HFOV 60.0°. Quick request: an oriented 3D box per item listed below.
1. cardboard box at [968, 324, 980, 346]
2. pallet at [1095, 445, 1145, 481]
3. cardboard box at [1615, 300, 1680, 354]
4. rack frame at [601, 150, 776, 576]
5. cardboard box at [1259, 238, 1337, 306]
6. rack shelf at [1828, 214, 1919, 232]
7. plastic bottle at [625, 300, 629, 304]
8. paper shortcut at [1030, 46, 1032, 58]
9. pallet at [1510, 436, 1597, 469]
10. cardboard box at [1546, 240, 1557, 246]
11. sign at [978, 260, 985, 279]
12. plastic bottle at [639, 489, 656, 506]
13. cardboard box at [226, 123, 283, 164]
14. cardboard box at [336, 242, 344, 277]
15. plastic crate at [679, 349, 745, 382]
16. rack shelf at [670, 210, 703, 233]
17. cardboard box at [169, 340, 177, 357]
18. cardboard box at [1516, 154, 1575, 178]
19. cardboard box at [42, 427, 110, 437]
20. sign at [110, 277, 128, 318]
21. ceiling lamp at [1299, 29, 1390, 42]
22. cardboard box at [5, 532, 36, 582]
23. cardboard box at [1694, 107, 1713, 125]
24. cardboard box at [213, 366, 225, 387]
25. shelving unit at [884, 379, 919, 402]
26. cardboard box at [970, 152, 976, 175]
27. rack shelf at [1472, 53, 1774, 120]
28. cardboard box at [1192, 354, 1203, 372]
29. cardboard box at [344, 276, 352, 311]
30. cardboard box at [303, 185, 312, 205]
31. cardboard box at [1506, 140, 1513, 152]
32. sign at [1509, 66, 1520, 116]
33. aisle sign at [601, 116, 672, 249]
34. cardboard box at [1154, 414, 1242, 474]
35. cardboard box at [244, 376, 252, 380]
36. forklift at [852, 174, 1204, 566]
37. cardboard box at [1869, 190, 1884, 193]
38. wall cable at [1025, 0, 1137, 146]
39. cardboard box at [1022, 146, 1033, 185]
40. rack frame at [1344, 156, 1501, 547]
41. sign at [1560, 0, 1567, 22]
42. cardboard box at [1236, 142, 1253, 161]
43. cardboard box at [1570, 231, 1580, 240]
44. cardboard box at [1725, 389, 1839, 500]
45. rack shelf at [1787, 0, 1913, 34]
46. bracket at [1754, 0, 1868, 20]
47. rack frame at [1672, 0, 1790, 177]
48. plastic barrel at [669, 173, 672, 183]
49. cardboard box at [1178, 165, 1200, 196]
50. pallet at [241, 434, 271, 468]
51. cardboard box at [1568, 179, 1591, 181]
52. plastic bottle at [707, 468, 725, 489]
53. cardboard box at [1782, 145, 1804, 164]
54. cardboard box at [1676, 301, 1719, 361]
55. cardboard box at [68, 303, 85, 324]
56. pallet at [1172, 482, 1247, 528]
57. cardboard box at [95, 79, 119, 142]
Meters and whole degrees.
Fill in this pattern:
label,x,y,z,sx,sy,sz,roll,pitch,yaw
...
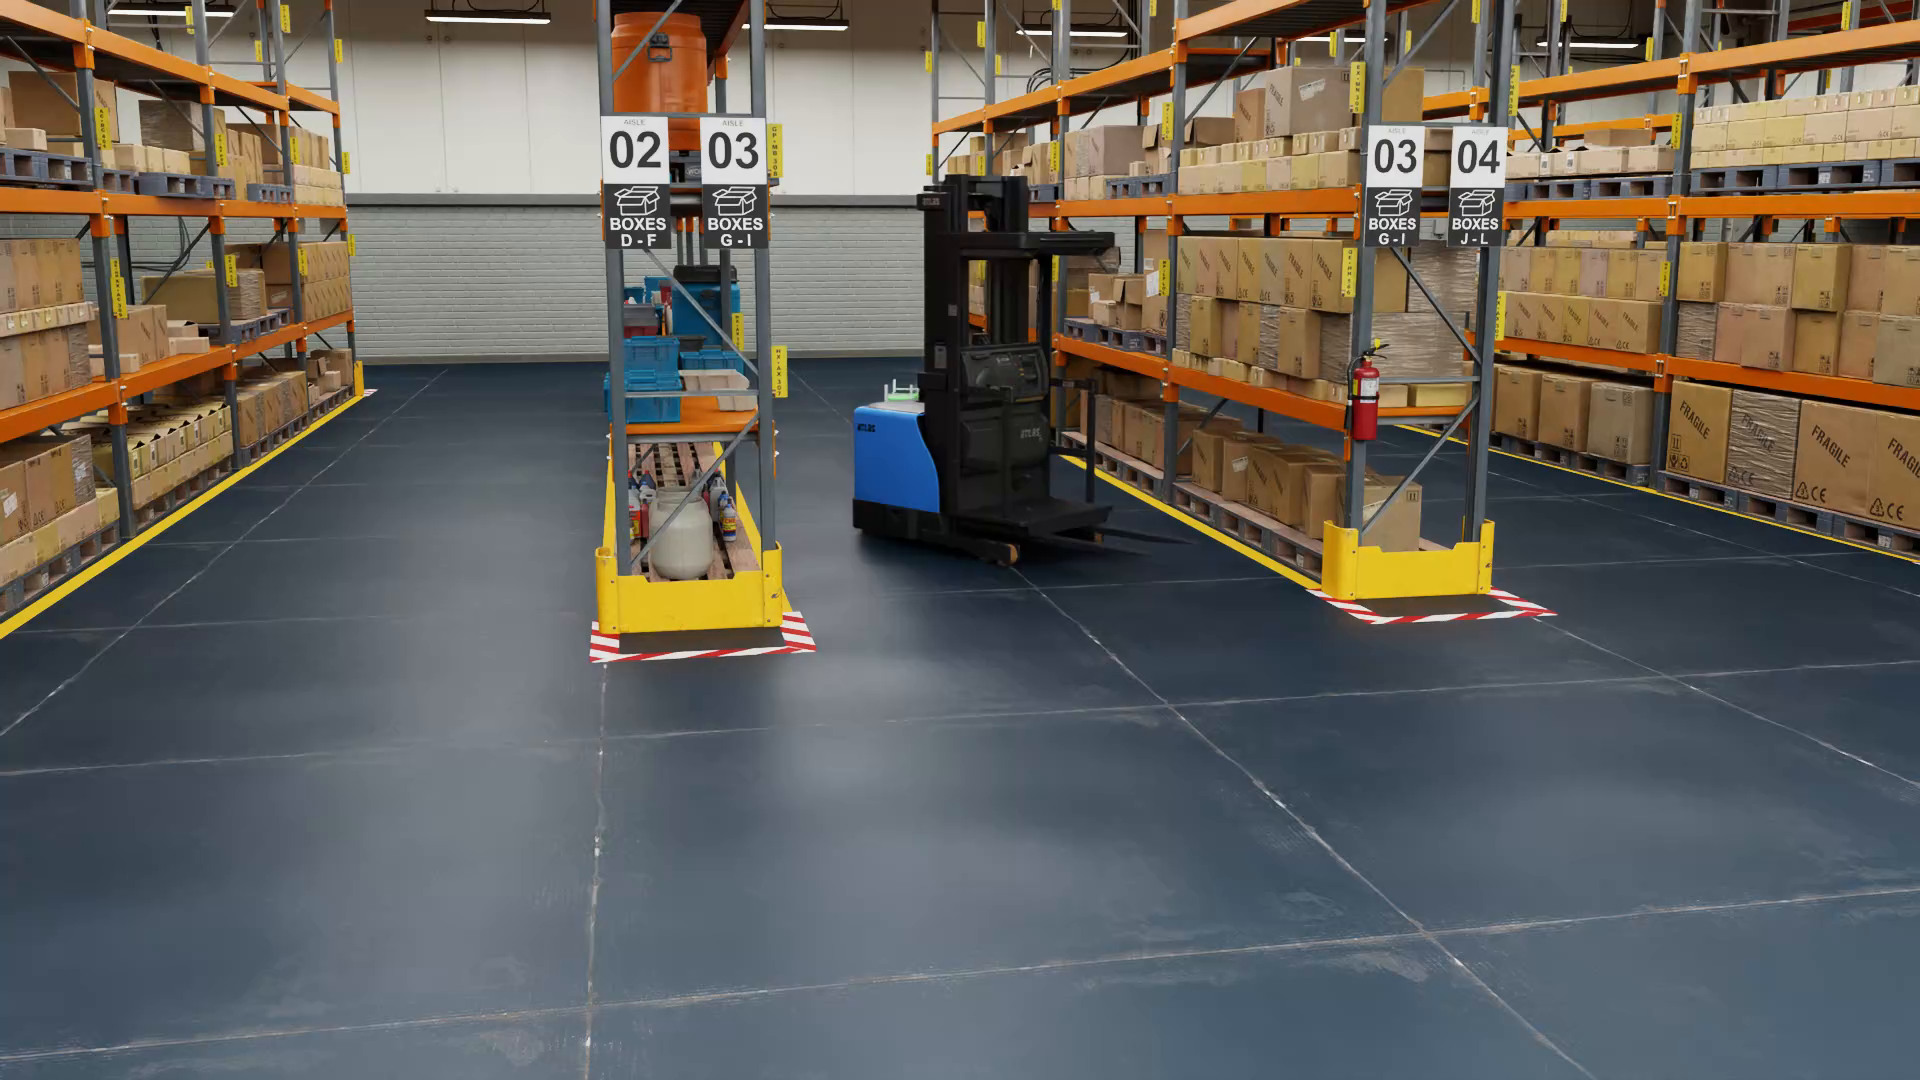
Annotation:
label,x,y,z,sx,sy,sz,roll,pitch,yaw
cardboard box,0.612,-2.746,24.663,0.875,0.875,0.875,-2,11,-11
pallet,1.999,-0.825,17.465,1.003,0.211,1.213,-2,11,-11
cardboard box,6.914,-2.125,16.569,0.500,0.500,0.500,-2,11,-11
rack frame,-1.688,-0.914,10.475,1.000,3.000,0.127,-2,11,-11
cardboard box,2.623,-2.056,12.737,0.500,0.500,0.500,-2,11,-11
rack shelf,11.724,-3.675,18.884,1.077,0.370,4.000,-2,11,-11
plastic bottle,-4.015,-2.714,20.067,0.144,0.351,0.185,-2,11,-11
paper shortcut,0.843,-5.800,19.729,0.009,0.170,0.078,9,-22,-13
pallet,6.813,-0.983,18.294,1.003,0.211,1.213,-2,11,-11
cardboard box,9.808,-4.642,27.122,0.500,0.500,0.500,-2,11,-11
sign,0.292,-3.739,22.789,0.100,0.325,0.005,-2,11,-11
plastic bottle,-2.456,-0.260,13.147,0.152,0.276,0.135,-2,11,-11
cardboard box,-9.013,-5.037,21.174,0.700,0.500,0.500,-2,11,-11
cardboard box,-9.204,-4.045,23.984,0.500,0.500,0.500,-2,11,-9
plastic crate,-1.984,-1.381,13.329,0.499,0.251,0.616,-2,11,-11
rack shelf,-2.855,-3.134,16.044,1.077,0.370,4.000,-2,11,-11
cardboard box,-7.800,-1.846,16.047,0.380,0.149,0.250,-1,11,-7
cardboard box,6.522,-4.146,18.444,0.500,0.250,0.500,-2,11,-9
cardboard box,-7.887,-0.850,14.869,0.500,0.311,0.500,-2,11,-11
sign,-6.781,-1.953,13.406,0.100,0.325,0.005,-2,11,-11
ceiling lamp,6.879,-10.608,29.749,2.000,3.185,0.800,-2,11,-11
cardboard box,-6.631,0.120,11.273,0.500,0.250,0.500,-2,11,-11
cardboard box,7.015,-3.908,15.331,0.380,0.149,0.250,-2,11,-10
cardboard box,-8.734,-1.919,19.259,0.500,0.250,0.500,-2,11,-12
shelving unit,-0.500,-0.788,14.627,0.258,1.200,0.503,1,11,6
cardboard box,0.525,-5.313,23.908,0.700,0.500,0.500,-2,11,-8
rack shelf,6.888,-4.753,17.597,1.077,0.370,4.000,-2,11,-11
cardboard box,2.251,-1.563,14.556,0.380,0.149,0.250,-2,11,-11
cardboard box,-9.305,-3.646,24.561,0.500,0.500,0.500,-2,11,-9
cardboard box,-8.826,-4.525,21.828,0.500,0.250,0.500,-2,11,-11
cardboard box,6.591,-4.801,20.559,0.396,0.266,0.258,-2,11,-11
sign,3.703,-3.017,11.163,0.100,0.325,0.005,-2,11,-11
aisle sign,-1.965,-2.167,10.106,0.394,0.787,0.004,-2,11,-11
cardboard box,2.294,-0.929,16.065,0.700,0.500,0.500,-3,11,-15
cardboard box,-8.912,-1.728,20.264,0.500,0.500,0.500,-2,11,-10
forklift,0.507,-1.354,12.971,3.031,2.935,1.130,10,15,43
cardboard box,11.279,-4.218,20.174,0.396,0.266,0.258,-2,11,-11
wall cable,2.340,-9.718,32.085,2.277,5.999,0.120,-2,11,-11
cardboard box,1.196,-4.666,20.766,0.797,0.503,0.637,-2,11,-12
rack frame,3.170,-1.094,11.422,1.000,3.000,0.127,-2,11,-11
sign,7.043,-6.228,19.427,0.100,0.325,0.005,-2,11,-11
cardboard box,2.444,-3.115,13.351,0.380,0.149,0.250,-2,11,-12
cardboard box,9.936,-4.840,26.429,0.380,0.149,0.250,-2,11,-11
cardboard box,7.510,-0.869,14.799,0.875,0.875,0.875,-2,11,-11
rack shelf,15.037,-8.430,26.953,1.077,0.370,4.000,-2,11,-11
bracket,15.244,-9.248,28.591,0.076,0.066,4.783,-2,11,-11
rack frame,7.277,-4.937,15.566,1.000,3.000,0.127,-2,11,-11
plastic barrel,-2.778,-3.453,14.451,0.600,0.901,0.708,-2,11,-11
cardboard box,2.229,-3.136,14.527,0.500,0.250,0.500,-3,11,-13
pallet,-8.211,-0.970,18.229,1.003,0.211,1.213,-2,11,-11
cardboard box,10.024,-5.792,26.423,0.500,0.500,0.500,-2,11,-10
plastic bottle,-2.021,-0.419,13.786,0.144,0.351,0.185,-3,11,-14
cardboard box,7.264,-3.282,14.178,0.380,0.149,0.250,-2,11,-11
cardboard box,7.361,-1.996,15.759,0.875,0.550,0.550,-2,11,-11
cardboard box,-7.016,-1.748,12.857,0.380,0.149,0.250,-2,11,-12
pallet,2.558,-0.336,14.897,1.003,0.211,1.213,-2,11,-11
cardboard box,-7.540,-3.661,14.157,0.500,0.500,0.500,-1,11,-6
